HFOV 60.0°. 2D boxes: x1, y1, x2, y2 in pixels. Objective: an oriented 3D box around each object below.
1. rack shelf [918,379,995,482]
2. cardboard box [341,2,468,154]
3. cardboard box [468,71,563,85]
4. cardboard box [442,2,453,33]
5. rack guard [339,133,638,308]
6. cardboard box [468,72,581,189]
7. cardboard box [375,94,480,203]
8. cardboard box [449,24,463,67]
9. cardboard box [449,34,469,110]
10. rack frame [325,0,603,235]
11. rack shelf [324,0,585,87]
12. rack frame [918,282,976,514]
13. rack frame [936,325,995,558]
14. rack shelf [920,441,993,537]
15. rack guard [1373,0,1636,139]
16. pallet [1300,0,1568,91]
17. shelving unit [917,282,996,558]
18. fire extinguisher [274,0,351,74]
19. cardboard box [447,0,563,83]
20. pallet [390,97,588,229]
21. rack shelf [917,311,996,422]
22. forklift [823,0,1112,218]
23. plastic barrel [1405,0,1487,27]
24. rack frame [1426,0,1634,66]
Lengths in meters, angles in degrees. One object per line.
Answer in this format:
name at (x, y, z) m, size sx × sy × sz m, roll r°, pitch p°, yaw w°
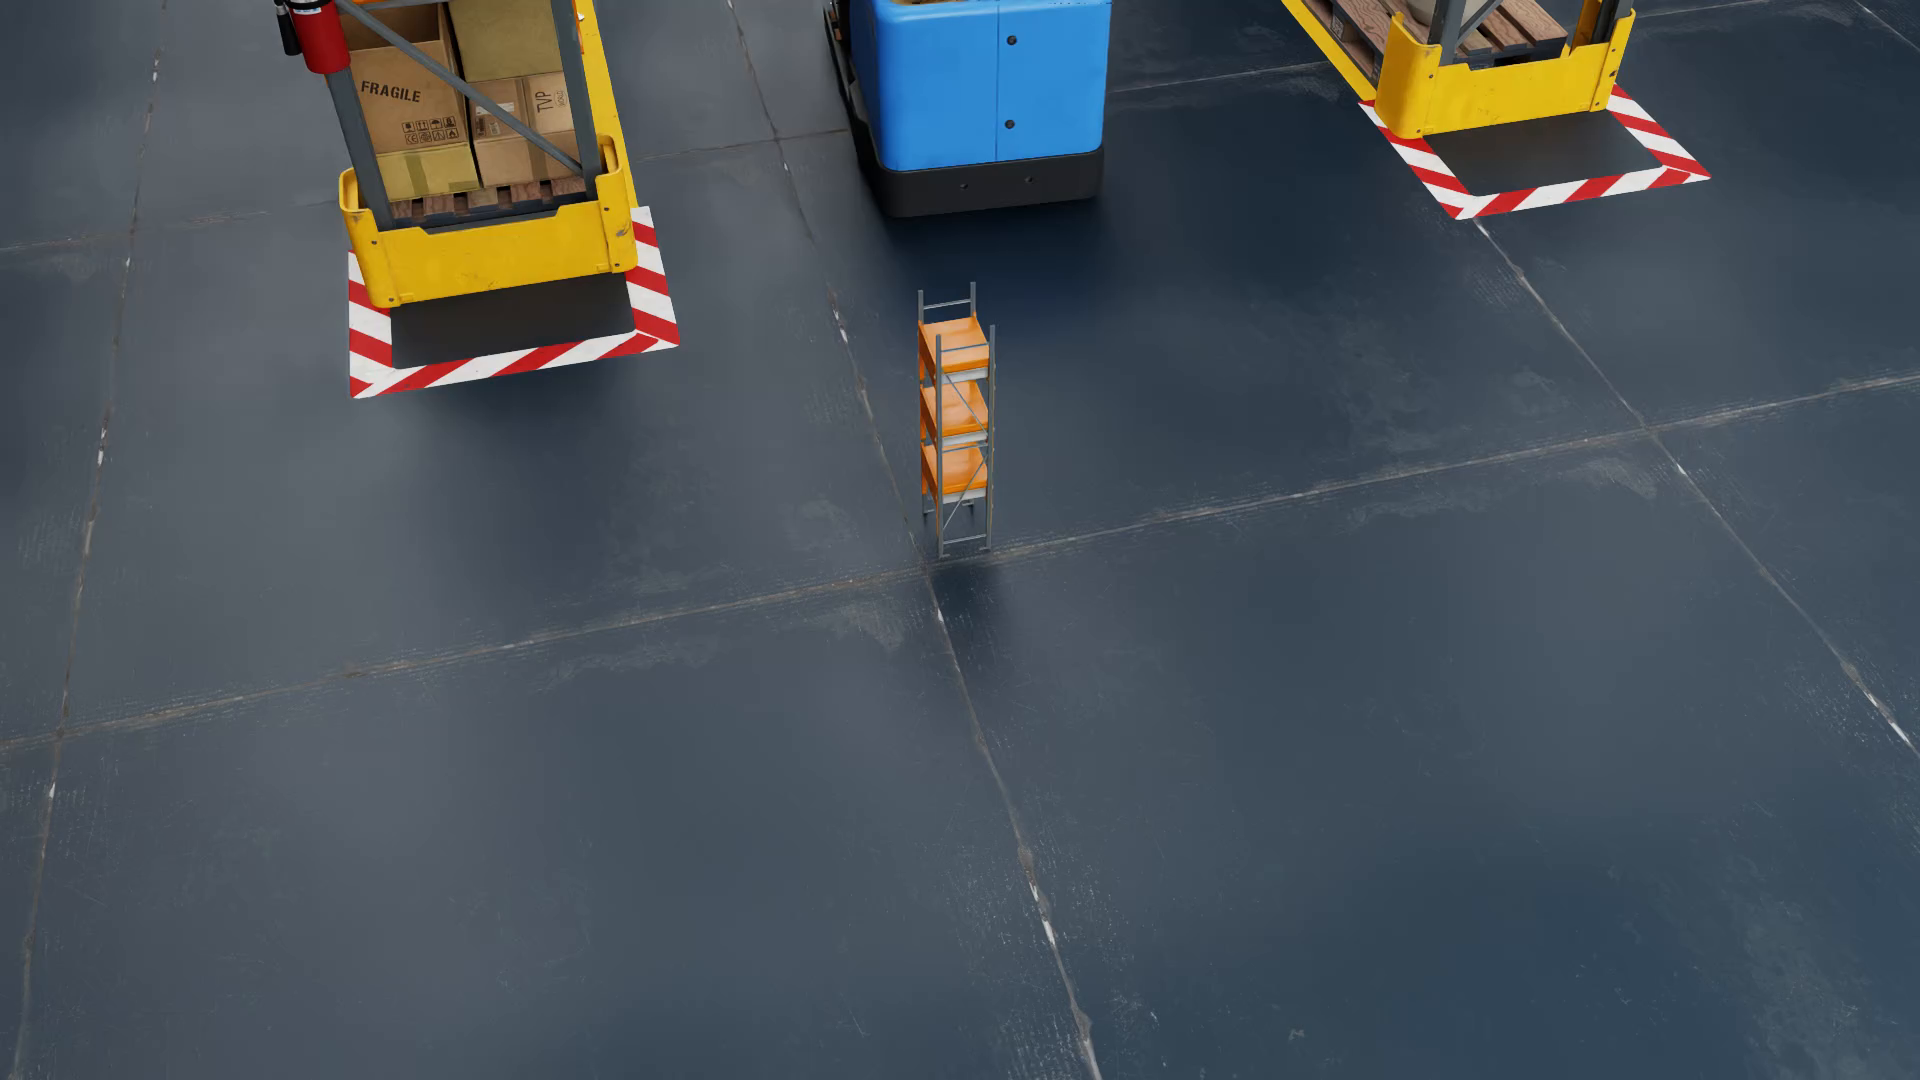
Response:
rack shelf at (-0.014, -0.397, 5.919) m, size 0.215 × 0.259 × 0.240 m, roll -11°, pitch 47°, yaw -10°
cardboard box at (-2.472, -2.053, 7.268) m, size 0.500 × 0.500 × 0.500 m, roll -11°, pitch 47°, yaw -10°
cardboard box at (-2.101, -2.230, 7.967) m, size 0.500 × 0.250 × 0.500 m, roll -11°, pitch 47°, yaw -10°
cardboard box at (-2.742, -2.741, 7.942) m, size 0.500 × 0.500 × 0.500 m, roll -11°, pitch 47°, yaw -10°
rack guard at (-2.041, -1.399, 7.271) m, size 1.175 × 0.500 × 0.348 m, roll -11°, pitch 47°, yaw -10°
cardboard box at (-1.969, -1.886, 7.629) m, size 0.500 × 0.250 × 0.500 m, roll -11°, pitch 47°, yaw -10°
cardboard box at (-2.470, -1.791, 7.536) m, size 0.500 × 0.250 × 0.500 m, roll -11°, pitch 47°, yaw -10°
cardboard box at (-2.739, -2.479, 8.210) m, size 0.500 × 0.250 × 0.500 m, roll -11°, pitch 47°, yaw -10°
cardboard box at (-2.609, -2.134, 7.872) m, size 0.500 × 0.250 × 0.500 m, roll -11°, pitch 47°, yaw -10°
rack frame at (-2.047, -2.290, 6.394) m, size 1.000 × 3.000 × 0.127 m, roll -11°, pitch 47°, yaw -10°
rack shelf at (-2.559, -3.419, 8.004) m, size 1.077 × 0.370 × 4.000 m, roll -11°, pitch 47°, yaw -10°
rack frame at (-0.045, -0.489, 5.994) m, size 0.200 × 1.050 × 0.008 m, roll -11°, pitch 47°, yaw -10°
rack frame at (0.018, -0.320, 5.829) m, size 0.200 × 1.050 × 0.008 m, roll -11°, pitch 47°, yaw -10°
rack shelf at (-0.014, -0.202, 6.117) m, size 0.215 × 0.259 × 0.240 m, roll -11°, pitch 47°, yaw -10°
rack guard at (2.678, -2.362, 8.215) m, size 1.175 × 0.500 × 0.348 m, roll -11°, pitch 47°, yaw -10°
pallet at (2.475, -2.823, 8.869) m, size 1.003 × 0.211 × 1.213 m, roll -11°, pitch 47°, yaw -10°
shelving unit at (-0.014, -0.404, 5.911) m, size 0.215 × 1.050 × 0.252 m, roll -11°, pitch 47°, yaw -10°
fire extinguisher at (-2.466, -2.097, 6.259) m, size 0.296 × 0.674 × 0.183 m, roll -11°, pitch 47°, yaw -10°
cardboard box at (-2.099, -2.493, 7.699) m, size 0.500 × 0.500 × 0.500 m, roll -11°, pitch 47°, yaw -10°
pallet at (-2.283, -1.835, 7.900) m, size 1.003 × 0.211 × 1.213 m, roll -11°, pitch 47°, yaw -10°
rack shelf at (-0.014, -0.596, 5.716) m, size 0.215 × 0.259 × 0.240 m, roll -11°, pitch 47°, yaw -10°
forklift at (-0.109, -3.565, 7.691) m, size 1.130 × 2.935 × 3.031 m, roll -7°, pitch 46°, yaw -7°
plastic barrel at (2.500, -2.910, 8.450) m, size 0.421 × 0.512 × 0.421 m, roll 0°, pitch 46°, yaw 0°
rack frame at (2.742, -3.193, 7.279) m, size 1.000 × 3.000 × 0.127 m, roll -11°, pitch 47°, yaw -10°
